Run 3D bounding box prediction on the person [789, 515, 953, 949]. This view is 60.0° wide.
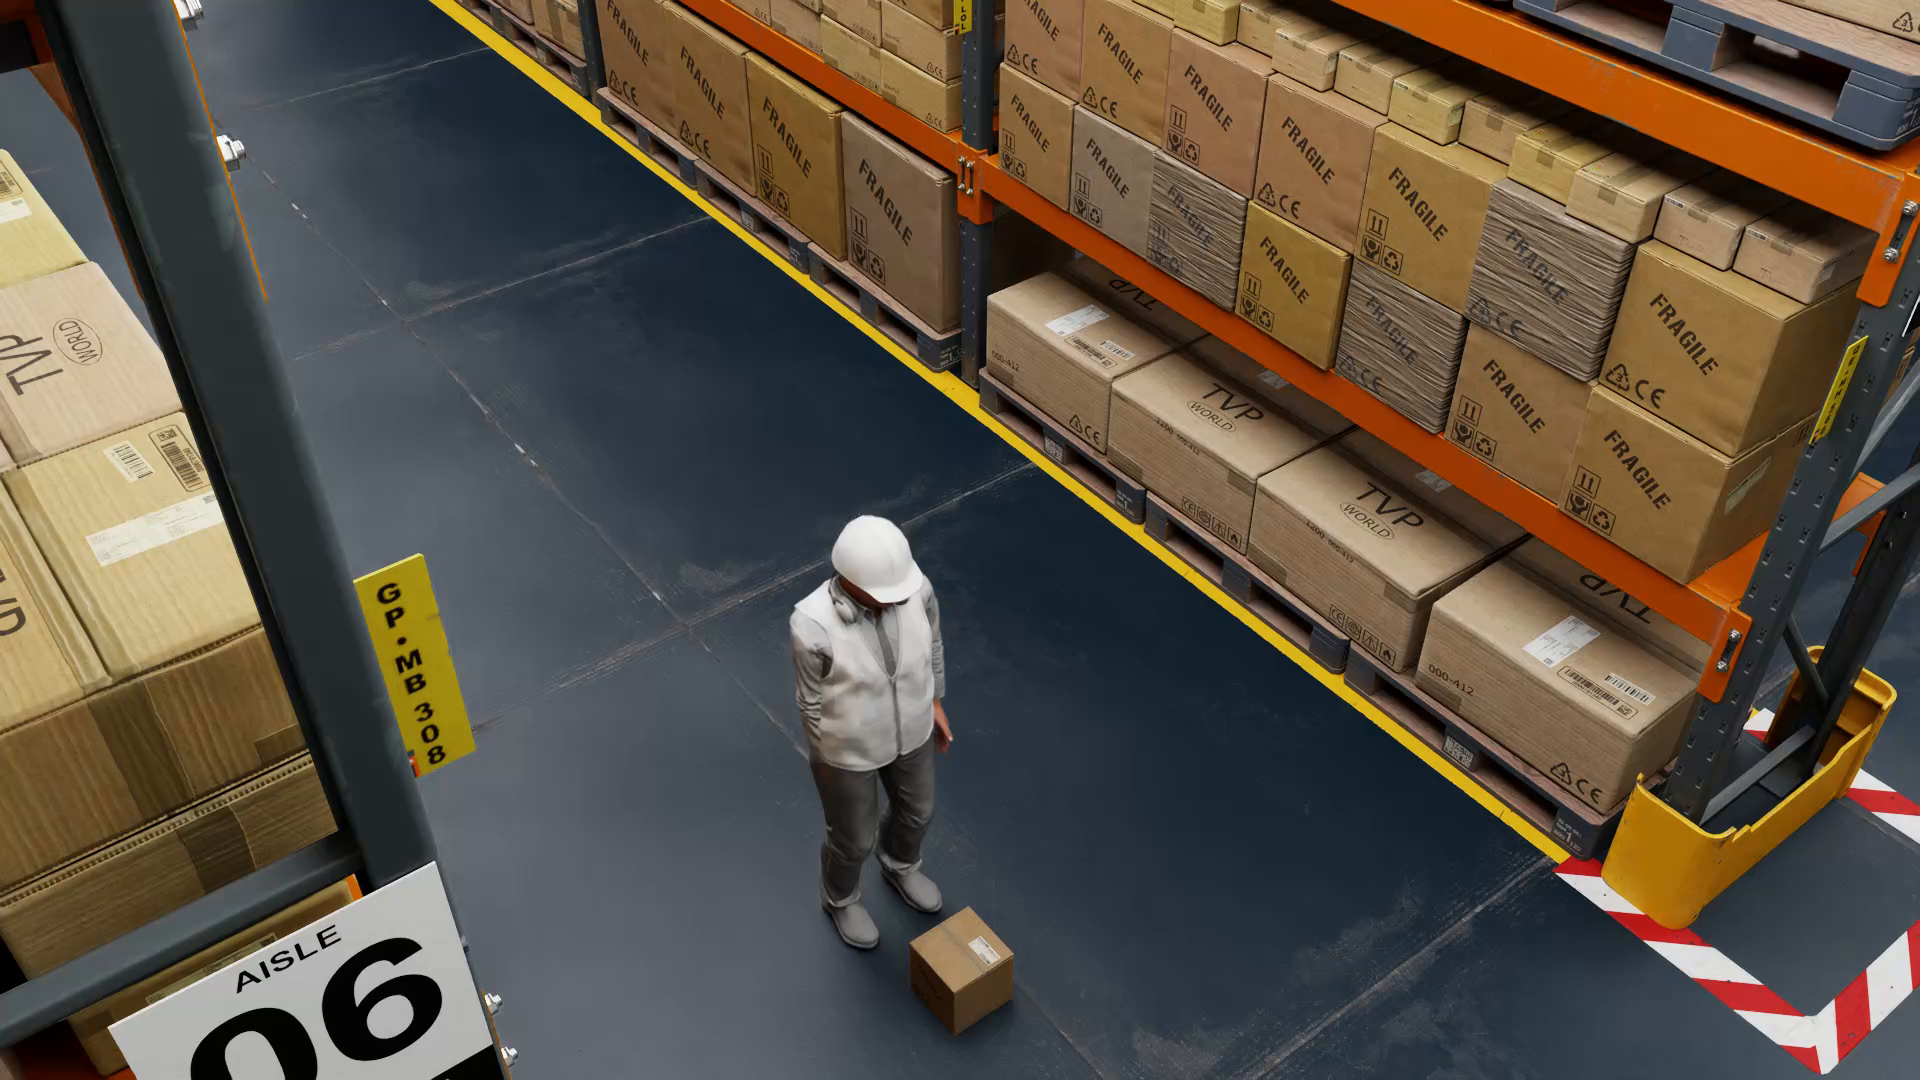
[{"bbox_3d":[-0.270,0.614,5.417,0.535,1.762,0.363,-25,46,-27],"label":"person"}]
